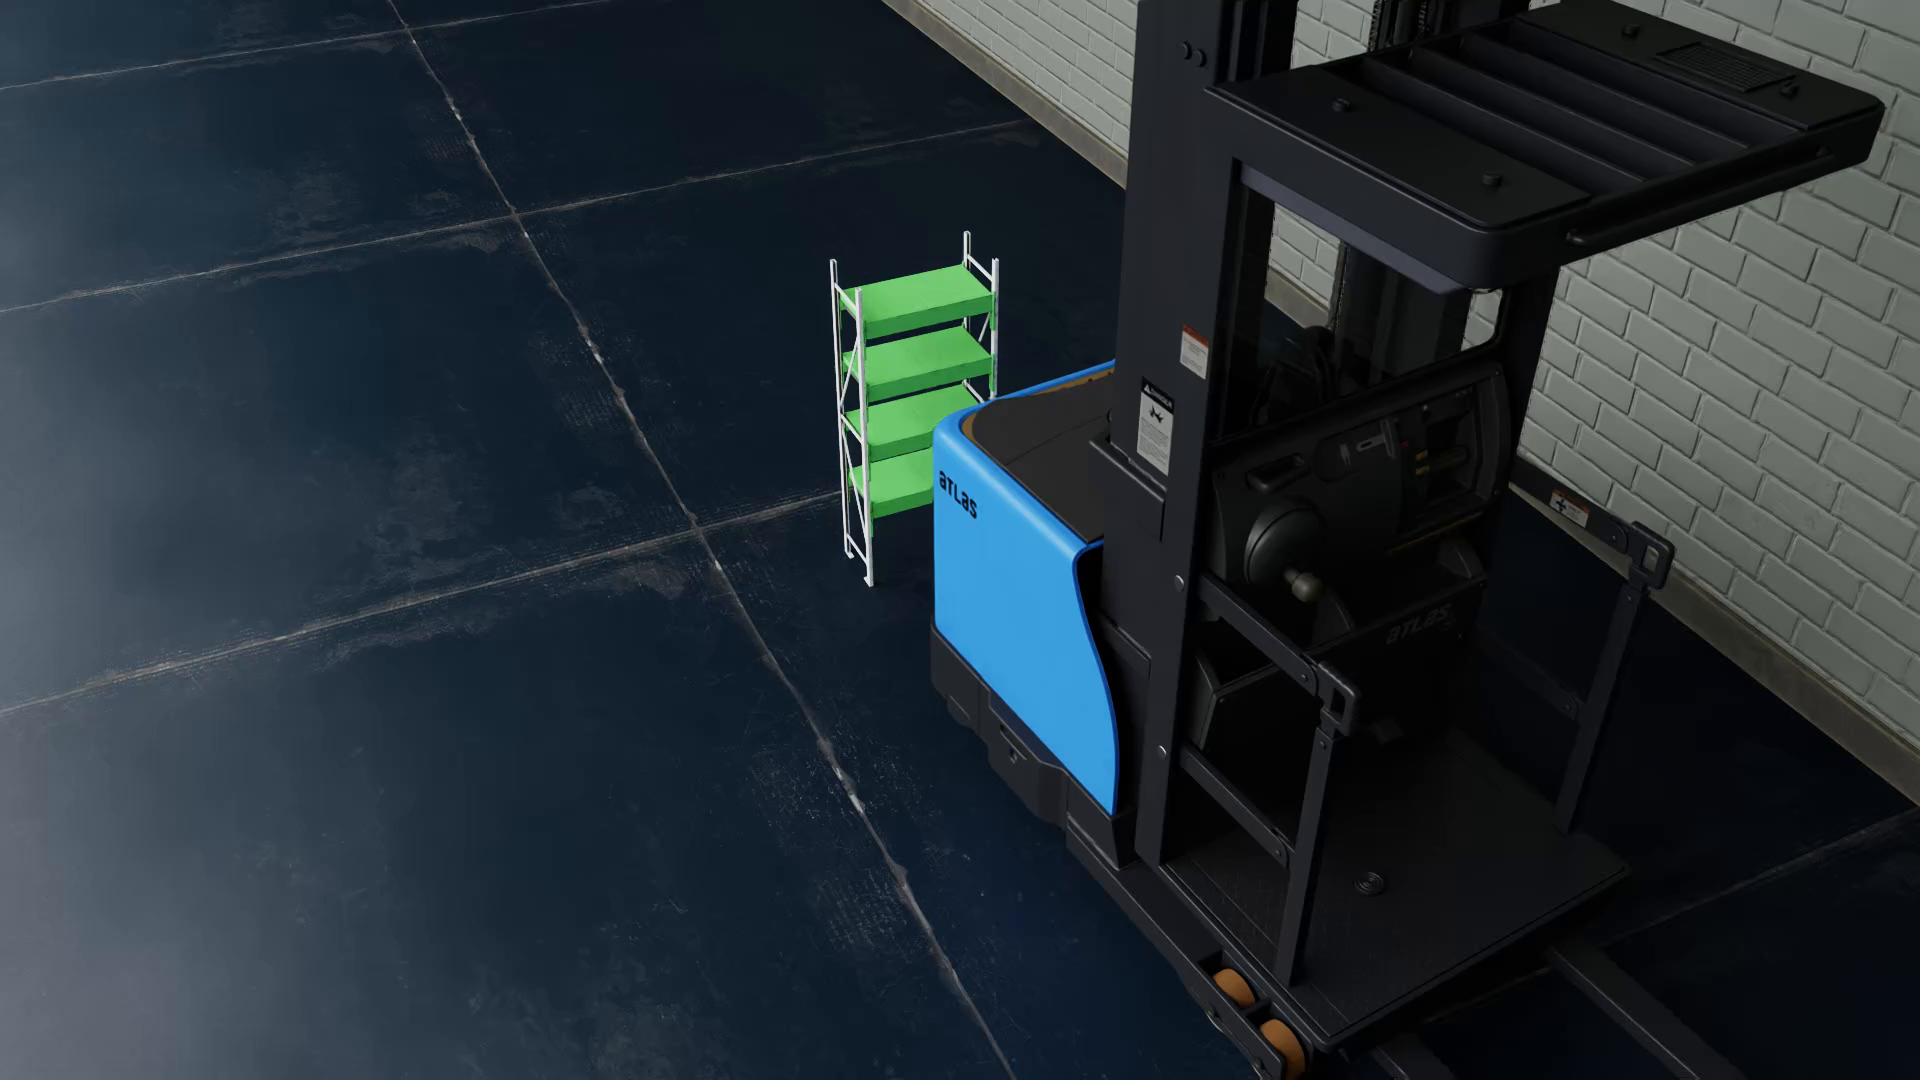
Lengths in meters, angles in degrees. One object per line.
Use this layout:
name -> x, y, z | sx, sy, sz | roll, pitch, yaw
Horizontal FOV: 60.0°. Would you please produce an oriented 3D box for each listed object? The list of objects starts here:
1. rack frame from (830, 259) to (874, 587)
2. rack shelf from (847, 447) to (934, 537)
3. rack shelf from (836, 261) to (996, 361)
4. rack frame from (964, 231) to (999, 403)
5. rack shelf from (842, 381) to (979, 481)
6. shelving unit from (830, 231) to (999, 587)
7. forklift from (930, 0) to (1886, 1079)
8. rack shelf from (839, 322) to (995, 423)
rack frame -> -0.371, -0.378, 5.753 | 0.015, 1.200, 0.240 | -16, 39, -20
rack shelf -> -0.150, -0.196, 6.017 | 0.480, 0.148, 0.258 | -16, 39, -20
rack shelf -> -0.150, -0.774, 5.588 | 0.480, 0.148, 0.258 | -16, 39, -20
rack frame -> 0.071, -0.502, 5.919 | 0.015, 1.200, 0.240 | -16, 39, -20
rack shelf -> -0.150, -0.389, 5.874 | 0.480, 0.148, 0.258 | -16, 39, -20
shelving unit -> -0.150, -0.440, 5.836 | 0.503, 1.200, 0.258 | -16, 39, -20
forklift -> 1.100, -0.079, 3.896 | 1.130, 2.935, 3.031 | -20, 41, -25
rack shelf -> -0.150, -0.581, 5.731 | 0.480, 0.148, 0.258 | -16, 39, -20
